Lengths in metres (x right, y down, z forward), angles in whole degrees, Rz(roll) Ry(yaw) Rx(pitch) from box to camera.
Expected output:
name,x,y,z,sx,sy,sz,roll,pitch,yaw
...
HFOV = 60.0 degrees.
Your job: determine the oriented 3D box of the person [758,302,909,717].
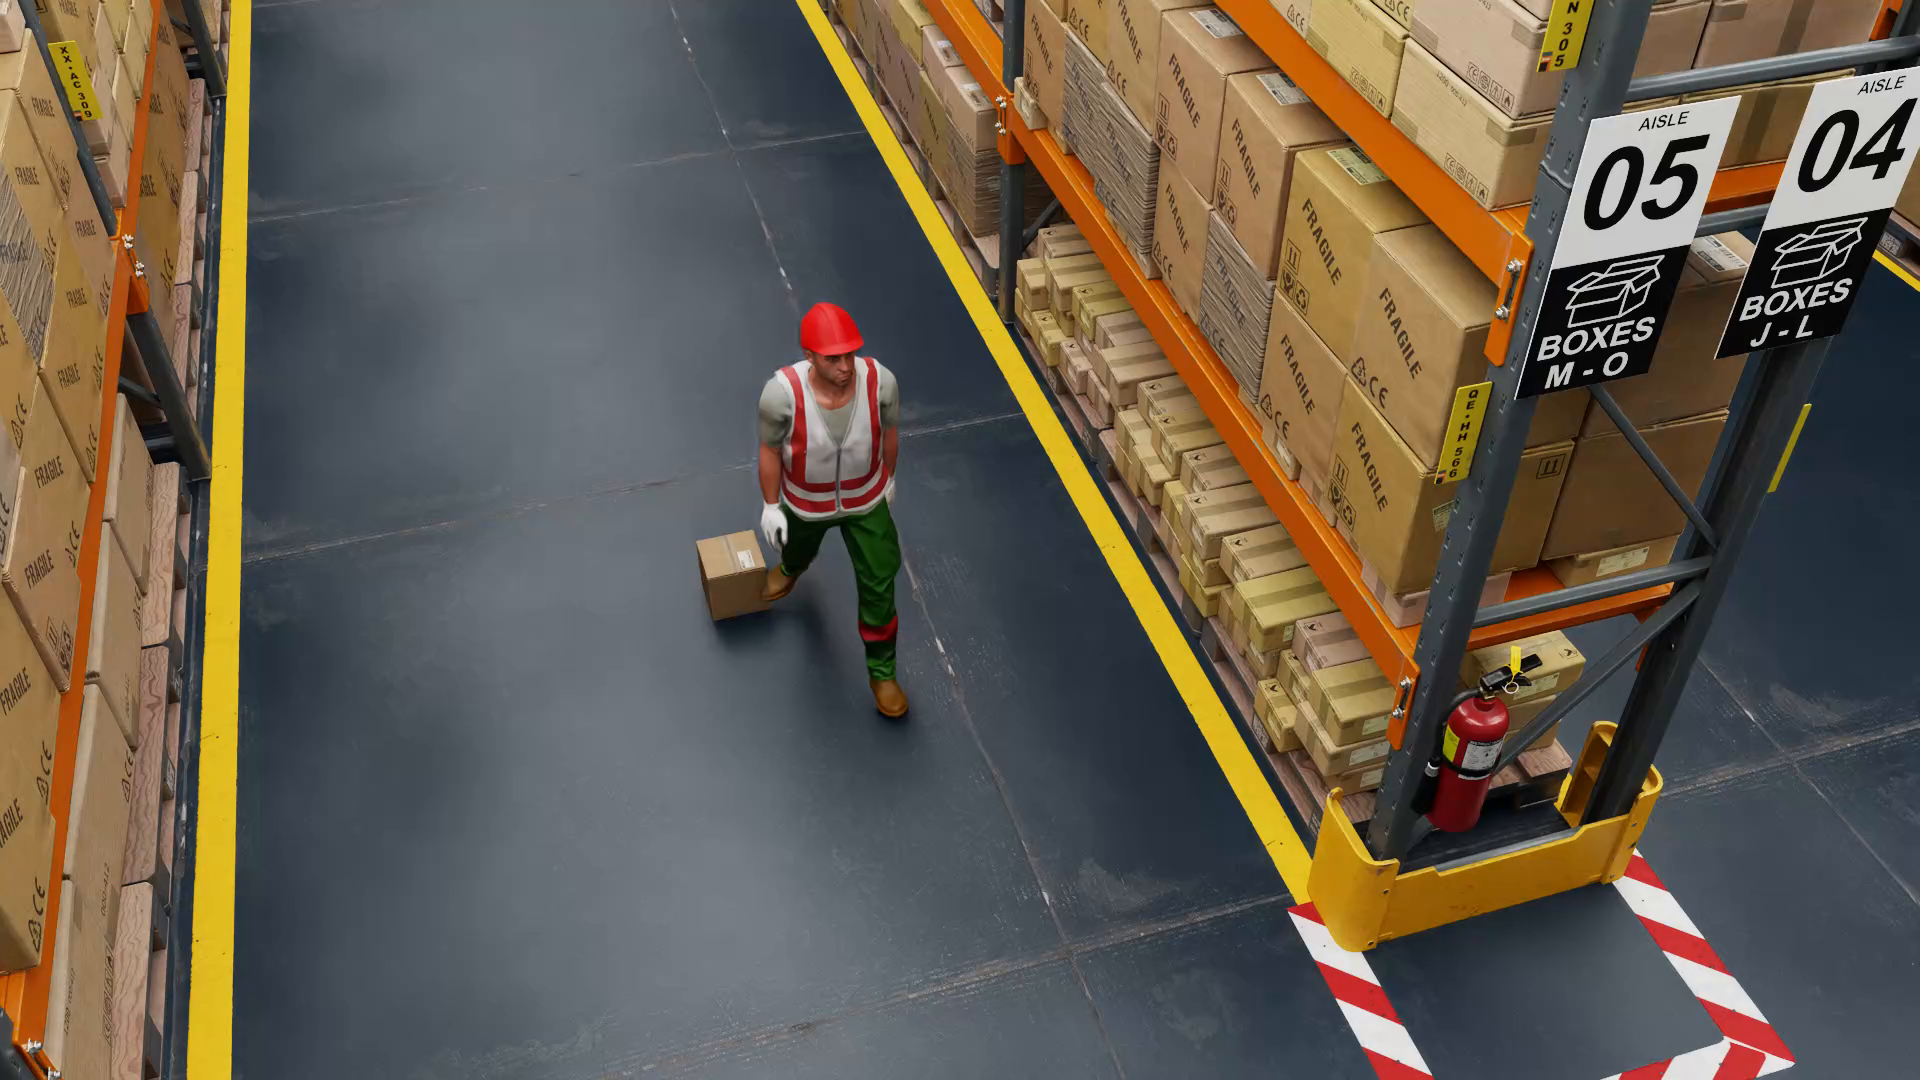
name,x,y,z,sx,sy,sz,roll,pitch,yaw
person,-0.513,-0.199,6.366,0.581,1.774,0.950,-7,42,-8
